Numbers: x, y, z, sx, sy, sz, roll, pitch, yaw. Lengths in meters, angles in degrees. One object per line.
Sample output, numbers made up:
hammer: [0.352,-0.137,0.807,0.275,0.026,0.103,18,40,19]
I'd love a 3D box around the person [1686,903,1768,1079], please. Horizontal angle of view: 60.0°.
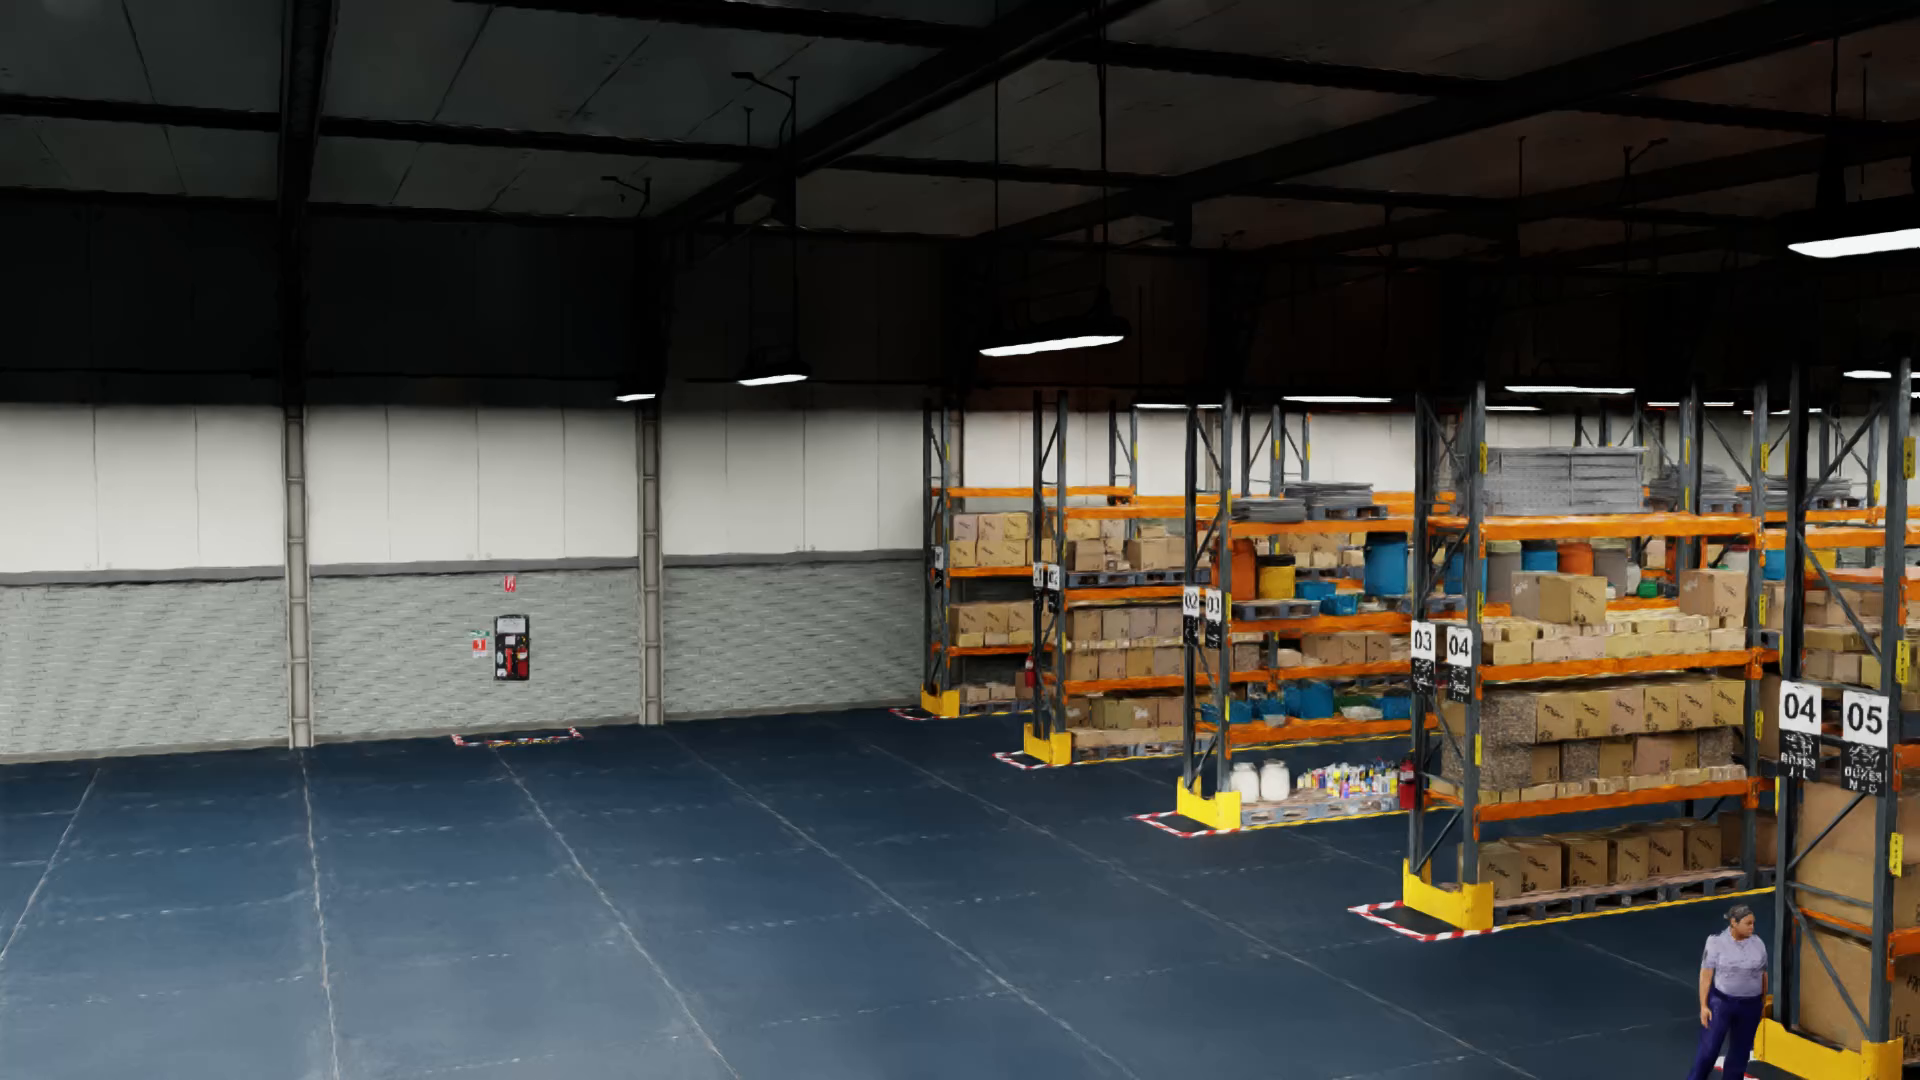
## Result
person: [5.861,3.581,12.782,0.656,1.641,0.466,0,3,5]
